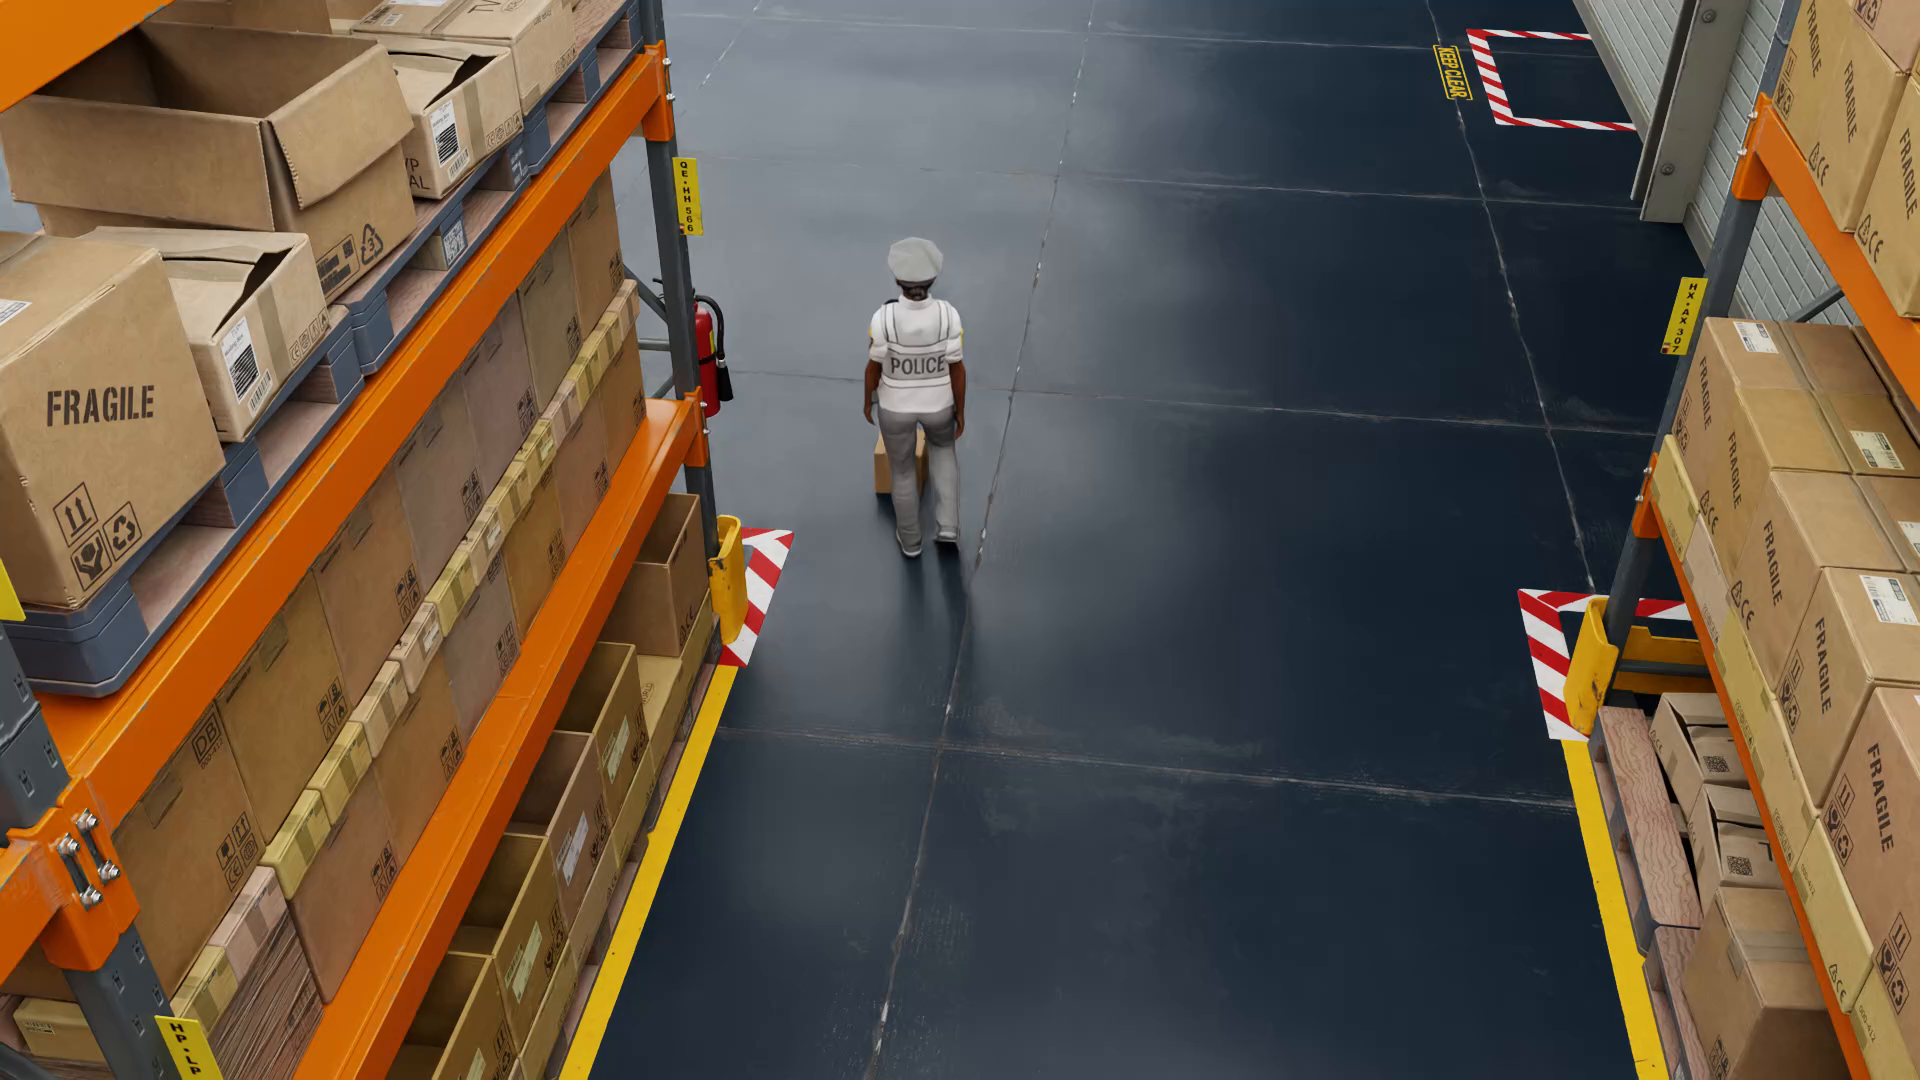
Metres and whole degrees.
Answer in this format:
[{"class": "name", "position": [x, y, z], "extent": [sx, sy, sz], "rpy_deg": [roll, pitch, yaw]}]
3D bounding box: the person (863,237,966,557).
[{"class": "person", "position": [-0.222, -0.650, 7.901], "extent": [0.465, 1.718, 0.411], "rpy_deg": [-6, 37, -9]}]
